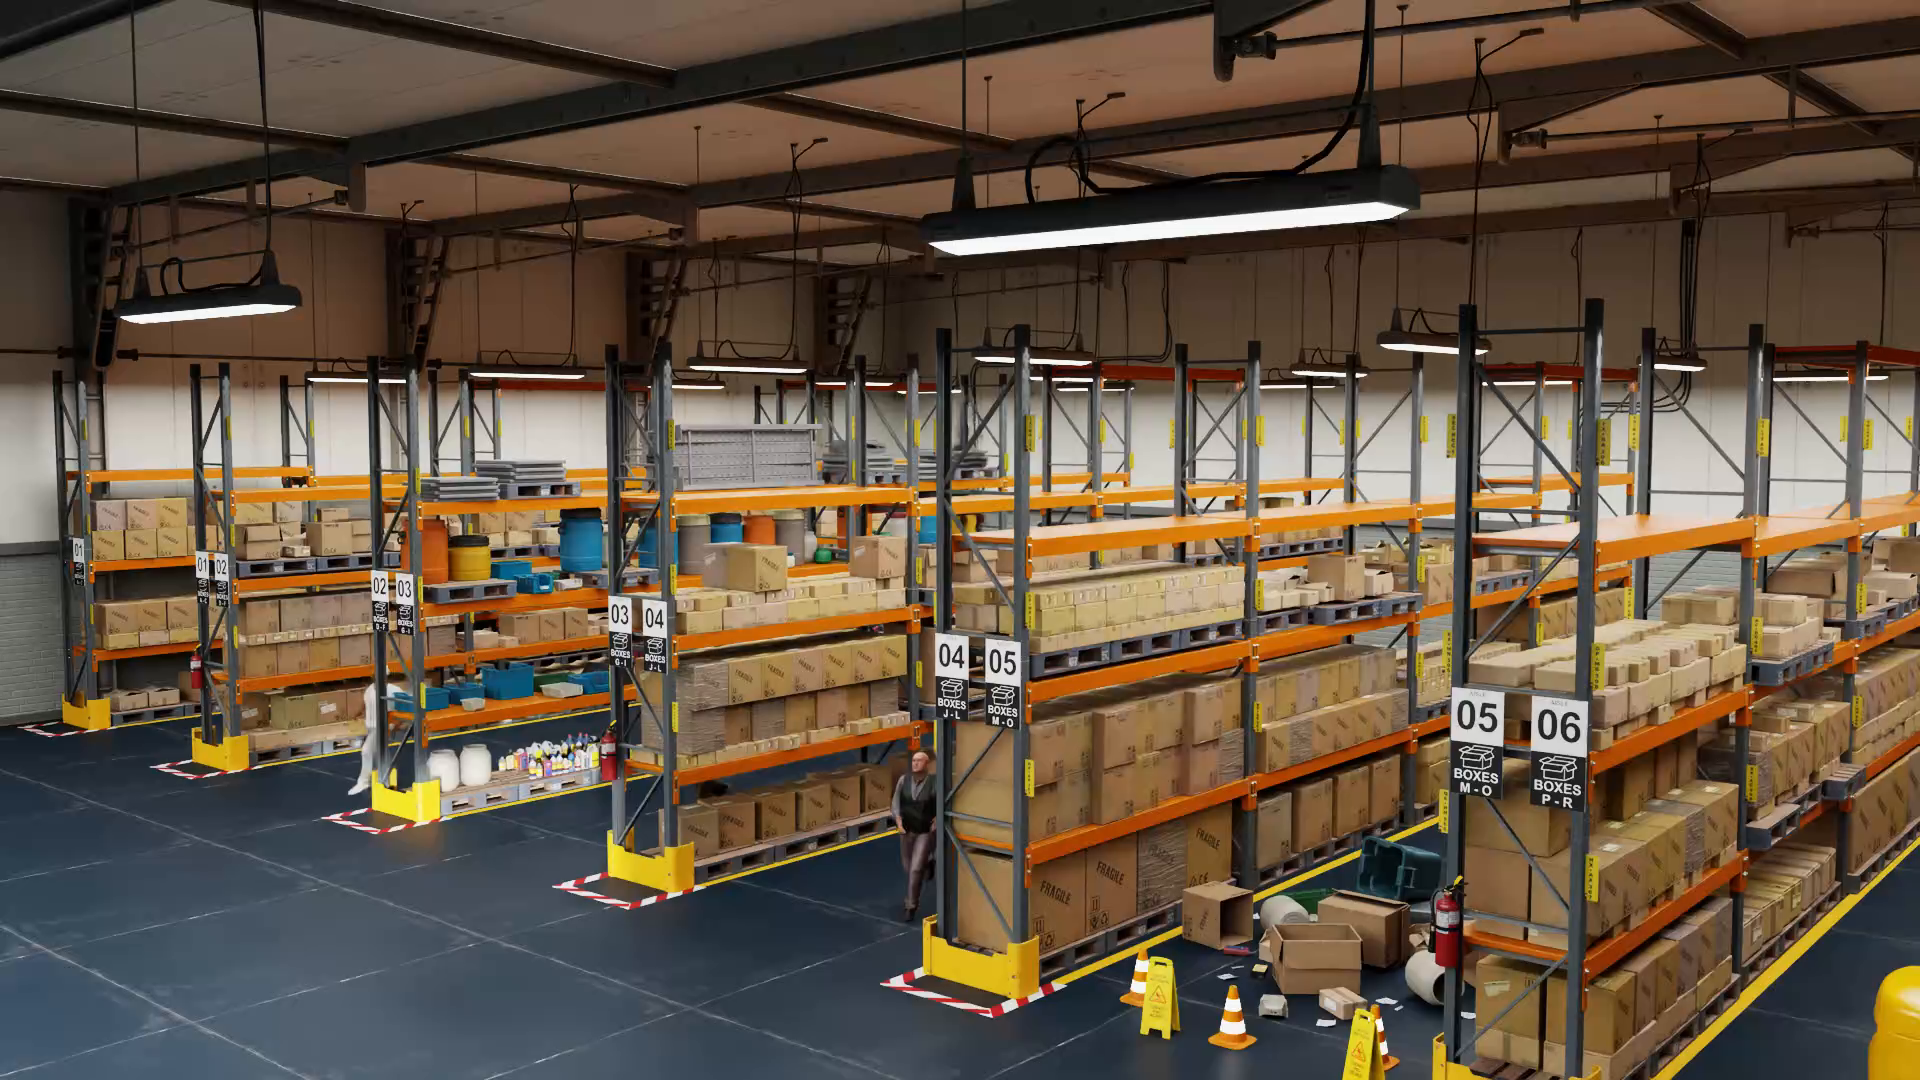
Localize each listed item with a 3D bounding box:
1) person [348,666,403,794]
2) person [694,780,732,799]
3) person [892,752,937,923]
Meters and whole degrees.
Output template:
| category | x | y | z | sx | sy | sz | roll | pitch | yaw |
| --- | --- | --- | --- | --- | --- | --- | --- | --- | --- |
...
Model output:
| category | x | y | z | sx | sy | sz | roll | pitch | yaw |
| --- | --- | --- | --- | --- | --- | --- | --- | --- | --- |
| person | -8.116 | 2.619 | 23.211 | 0.758 | 1.784 | 0.838 | 3 | 5 | 35 |
| person | -3.200 | 2.742 | 21.382 | 0.718 | 1.746 | 0.833 | 3 | 5 | 34 |
| person | -0.420 | 3.078 | 17.534 | 0.643 | 1.710 | 0.999 | 2 | 5 | 25 |
